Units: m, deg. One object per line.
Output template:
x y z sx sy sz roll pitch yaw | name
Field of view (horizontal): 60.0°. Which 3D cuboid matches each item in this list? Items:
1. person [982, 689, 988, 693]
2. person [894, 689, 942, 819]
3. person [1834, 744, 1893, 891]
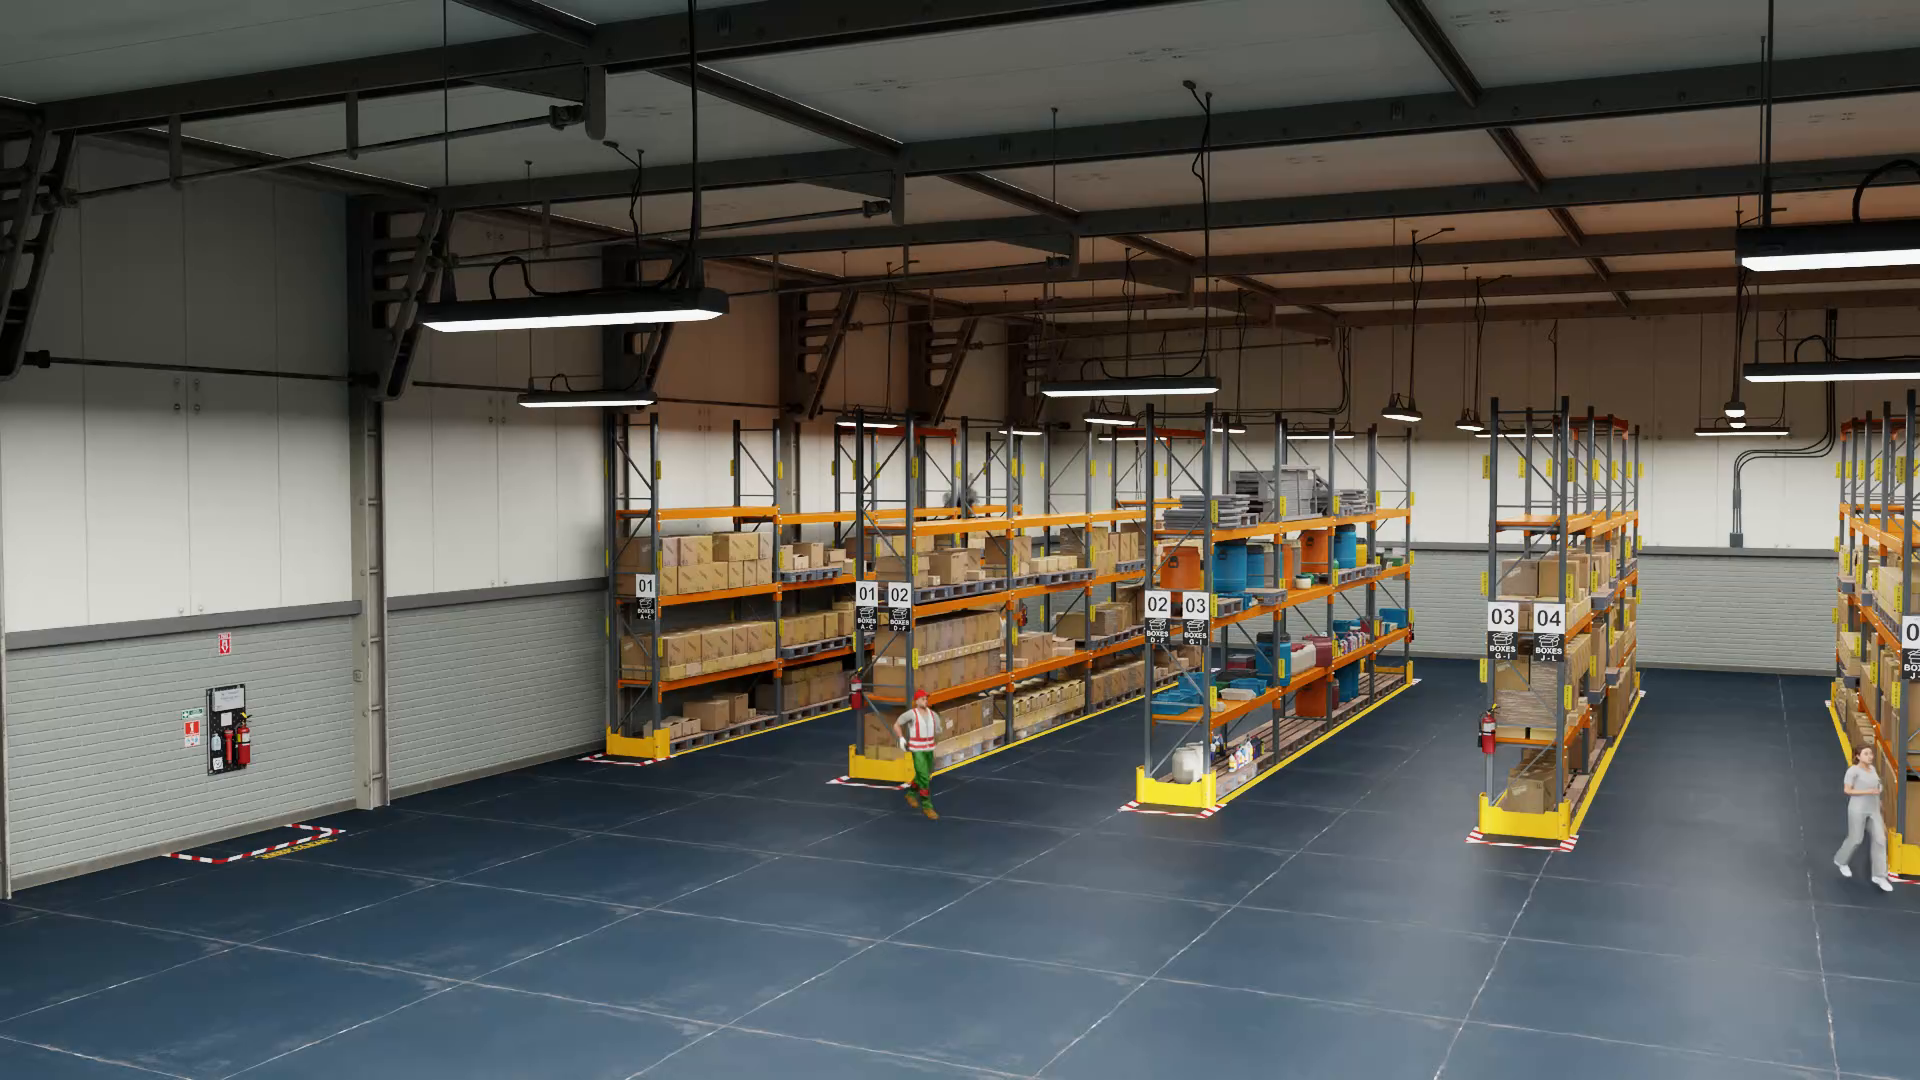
0.487 2.583 36.281 0.584 1.750 0.776 1 3 19 | person
-0.556 3.066 24.089 0.658 1.807 0.931 -2 3 -39 | person
10.884 3.317 20.029 0.559 1.642 0.884 0 2 -8 | person
